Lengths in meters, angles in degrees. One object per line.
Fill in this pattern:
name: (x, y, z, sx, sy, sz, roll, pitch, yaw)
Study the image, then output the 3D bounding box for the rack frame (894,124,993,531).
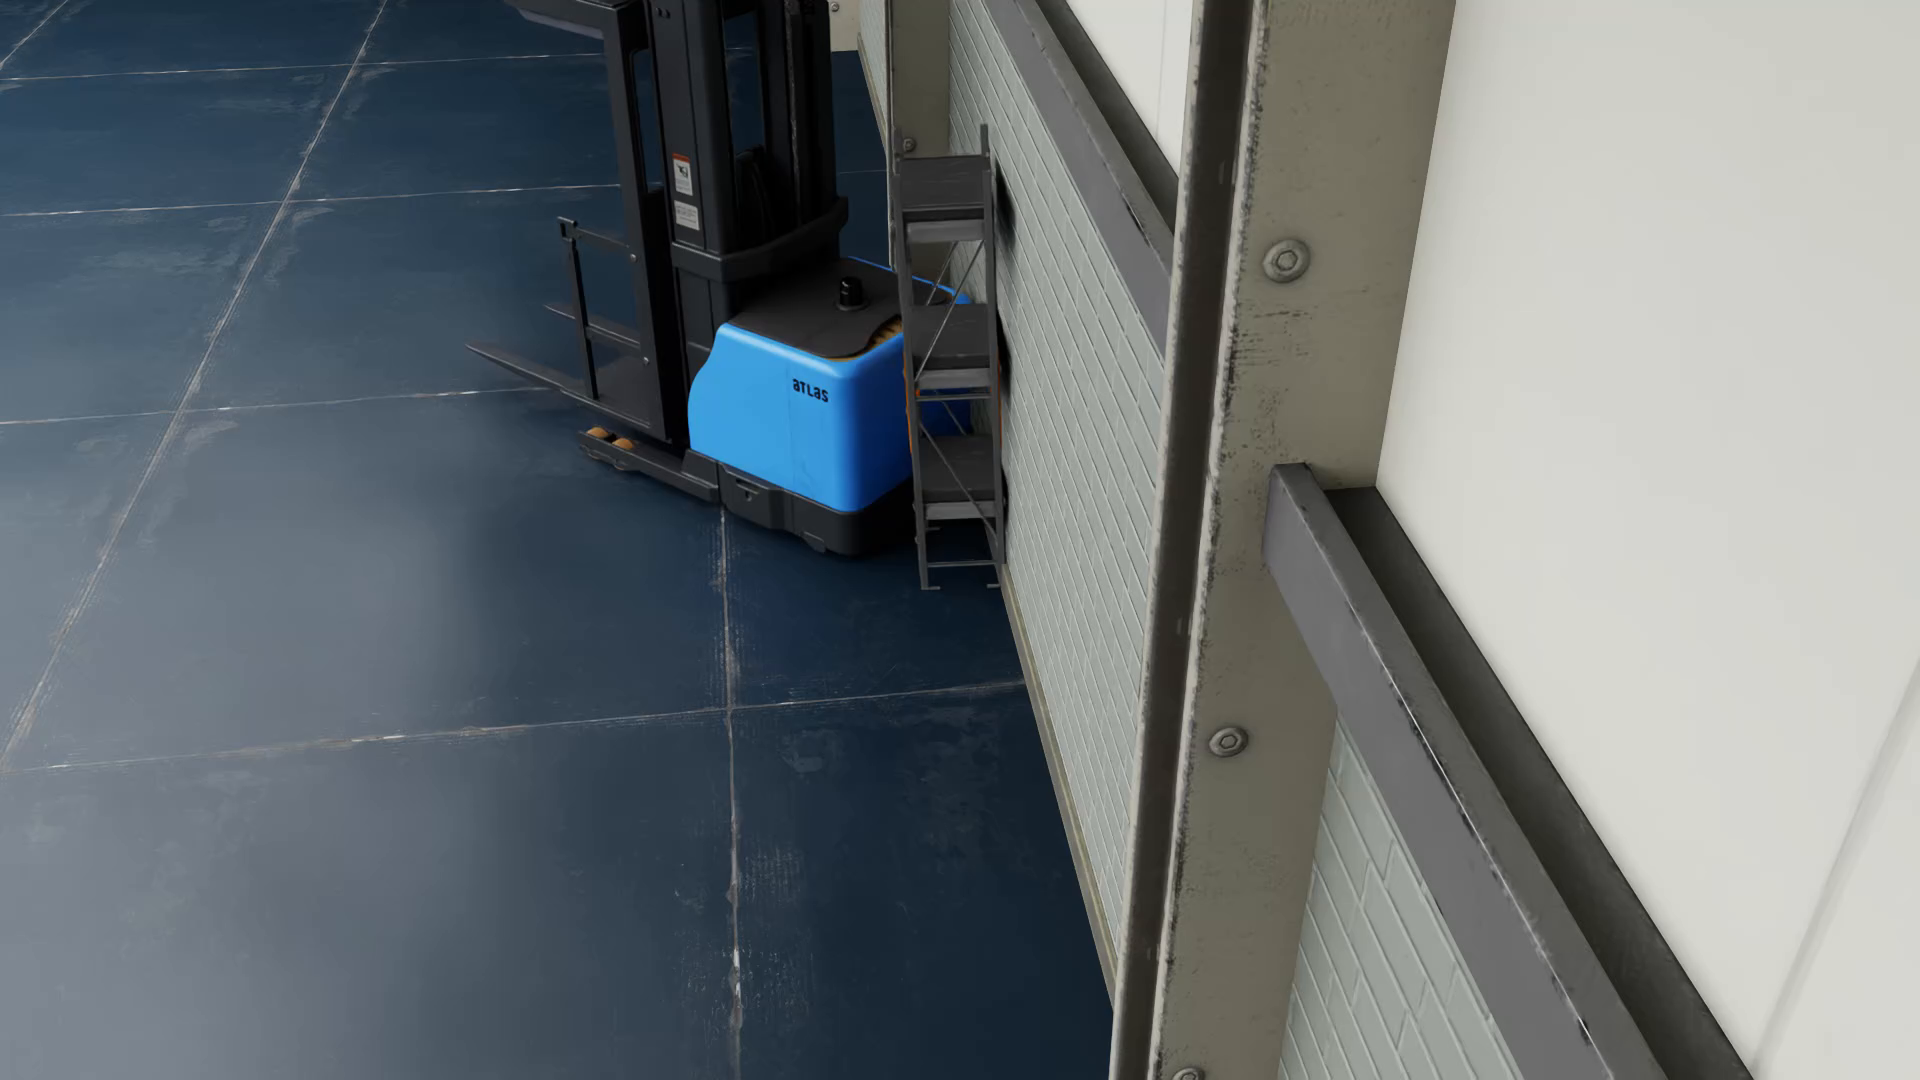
rack frame: (-0.034, -0.907, 7.675, 0.400, 2.100, 0.015, -2, 36, 1)

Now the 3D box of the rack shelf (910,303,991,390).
rack shelf: (-0.037, -0.863, 7.405, 0.368, 0.174, 0.457, -2, 36, 1)

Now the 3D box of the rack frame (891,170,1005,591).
rack frame: (-0.029, -0.621, 7.280, 0.400, 2.100, 0.015, -2, 36, 1)

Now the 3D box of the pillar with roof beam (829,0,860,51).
pillar with roof beam: (-5.301, -7.776, 11.670, 9.100, 9.000, 0.400, -4, 35, -6)

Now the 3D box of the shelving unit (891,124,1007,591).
shelving unit: (-0.031, -0.764, 7.478, 0.431, 2.100, 0.503, -2, 36, 1)

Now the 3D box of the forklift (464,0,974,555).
forklift: (-1.417, -1.796, 8.283, 3.031, 2.935, 1.130, 22, 40, 29)

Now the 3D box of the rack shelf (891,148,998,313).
rack shelf: (-0.062, -1.319, 7.075, 0.431, 0.518, 0.480, -2, 36, 1)

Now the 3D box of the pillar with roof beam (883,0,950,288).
pillar with roof beam: (-4.494, -4.428, 6.757, 9.100, 9.000, 0.400, -4, 35, -6)

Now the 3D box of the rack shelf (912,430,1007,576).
rack shelf: (0.001, -0.187, 7.896, 0.431, 0.518, 0.480, -2, 36, 1)
